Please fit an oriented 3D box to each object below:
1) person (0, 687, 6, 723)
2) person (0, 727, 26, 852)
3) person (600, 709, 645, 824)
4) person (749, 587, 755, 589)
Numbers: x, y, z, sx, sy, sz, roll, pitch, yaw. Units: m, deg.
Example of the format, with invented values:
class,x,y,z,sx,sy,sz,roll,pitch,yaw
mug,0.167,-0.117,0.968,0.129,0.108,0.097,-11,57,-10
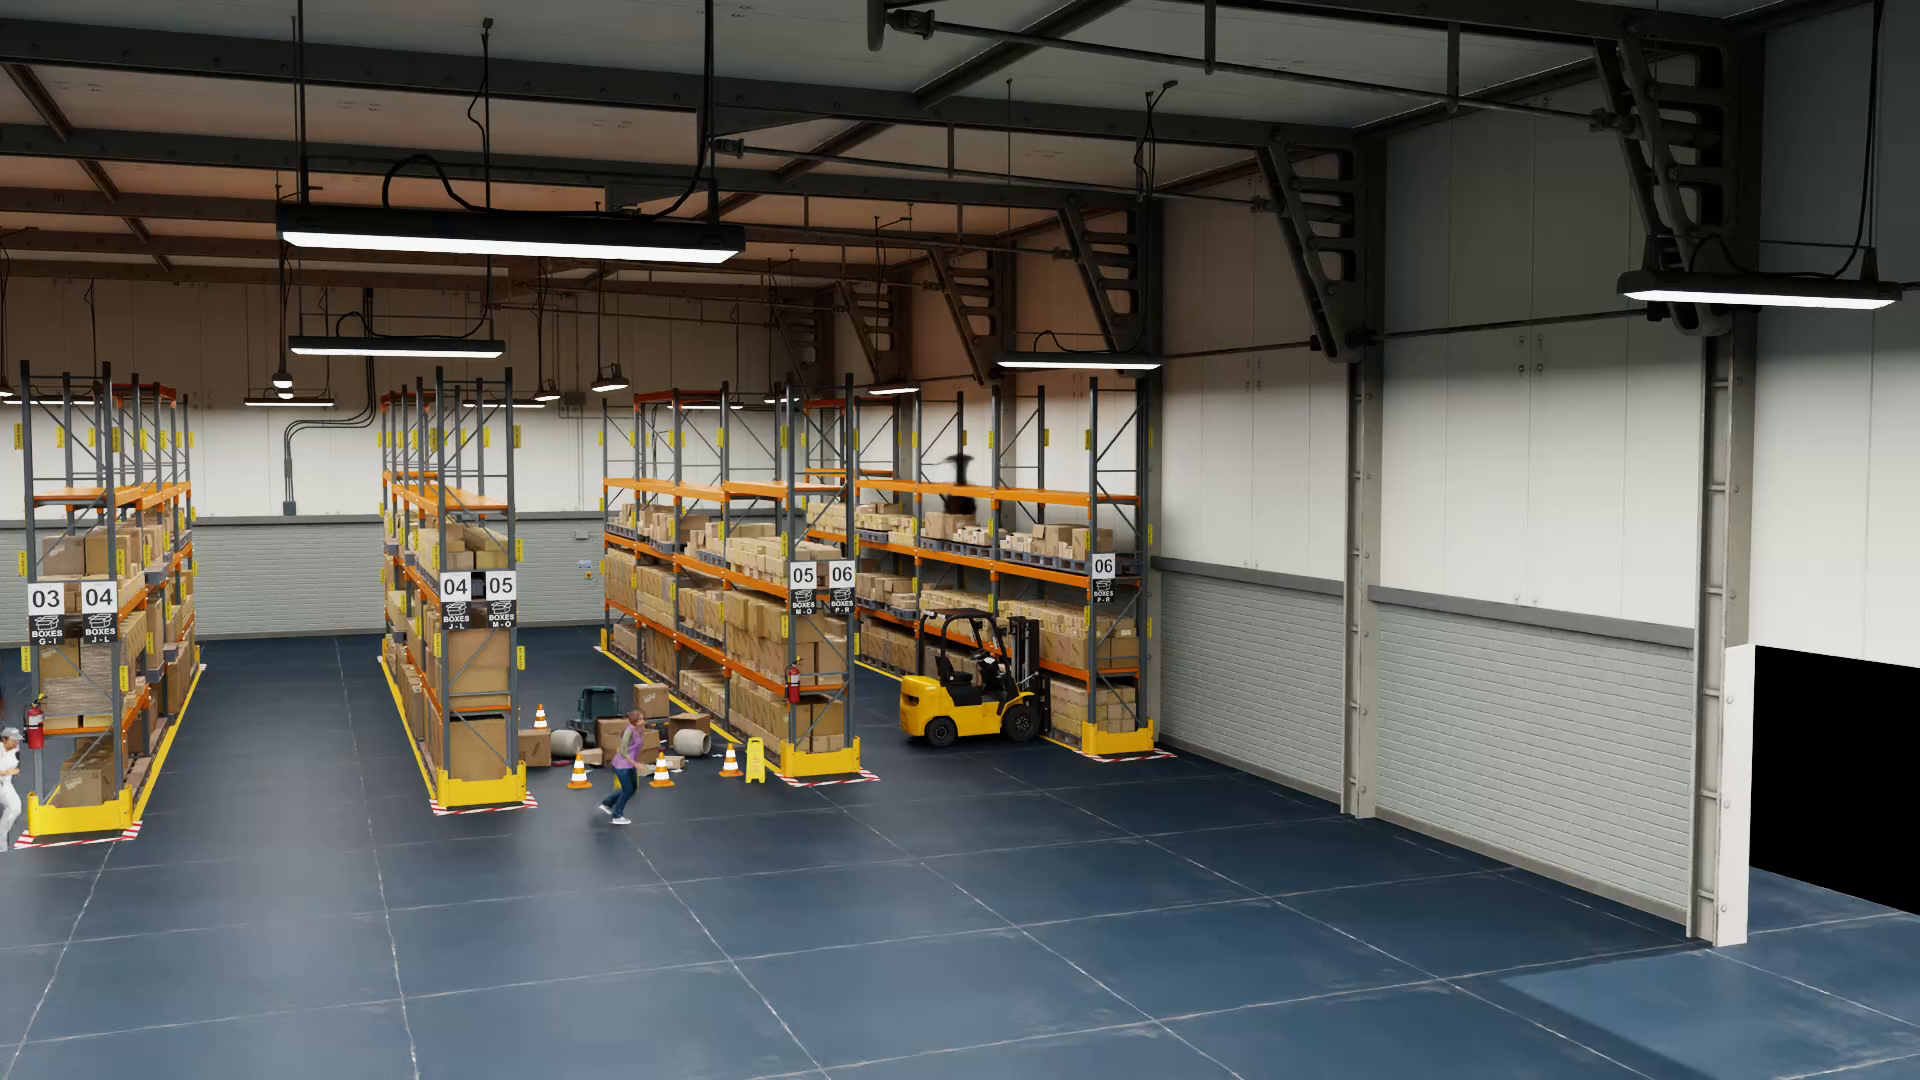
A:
class,x,y,z,sx,sy,sz,roll,pitch,yaw
person,-14.621,2.710,24.916,0.575,1.608,0.727,-2,4,-35
person,-11.748,3.035,20.237,0.960,1.569,0.643,1,4,17
person,-4.388,2.943,21.600,0.688,1.519,0.512,1,3,10
person,-4.612,1.801,38.489,0.860,1.752,0.643,2,4,33
